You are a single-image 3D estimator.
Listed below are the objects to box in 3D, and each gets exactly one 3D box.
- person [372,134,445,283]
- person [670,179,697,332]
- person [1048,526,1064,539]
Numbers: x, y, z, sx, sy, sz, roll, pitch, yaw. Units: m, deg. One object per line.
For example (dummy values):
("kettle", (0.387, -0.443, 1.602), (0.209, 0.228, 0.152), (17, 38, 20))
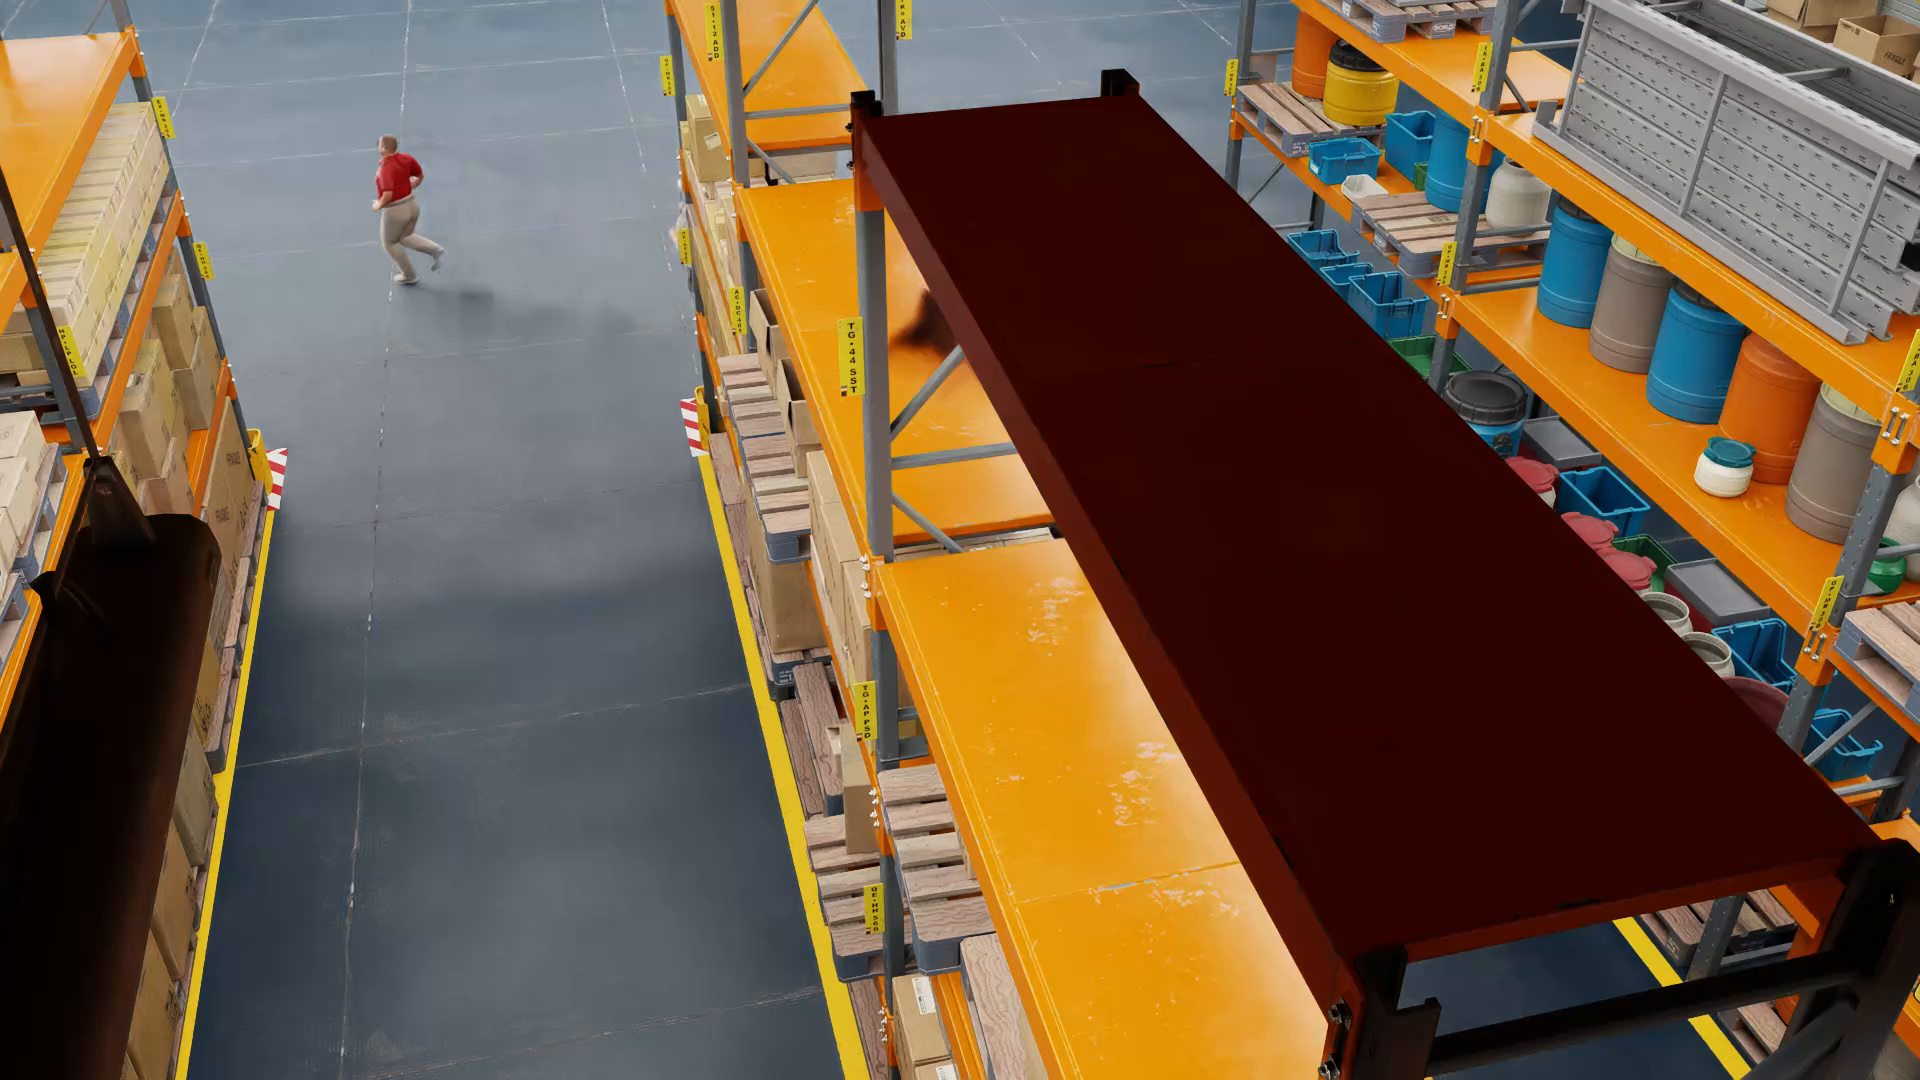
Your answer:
("person", (-5.927, -3.501, 17.740), (0.646, 1.698, 0.672), (12, 36, 16))
("person", (-2.525, -2.732, 16.536), (0.733, 1.841, 0.669), (16, 38, 22))
("person", (0.914, 0.043, 12.487), (0.709, 1.737, 0.756), (-18, 38, -25))
